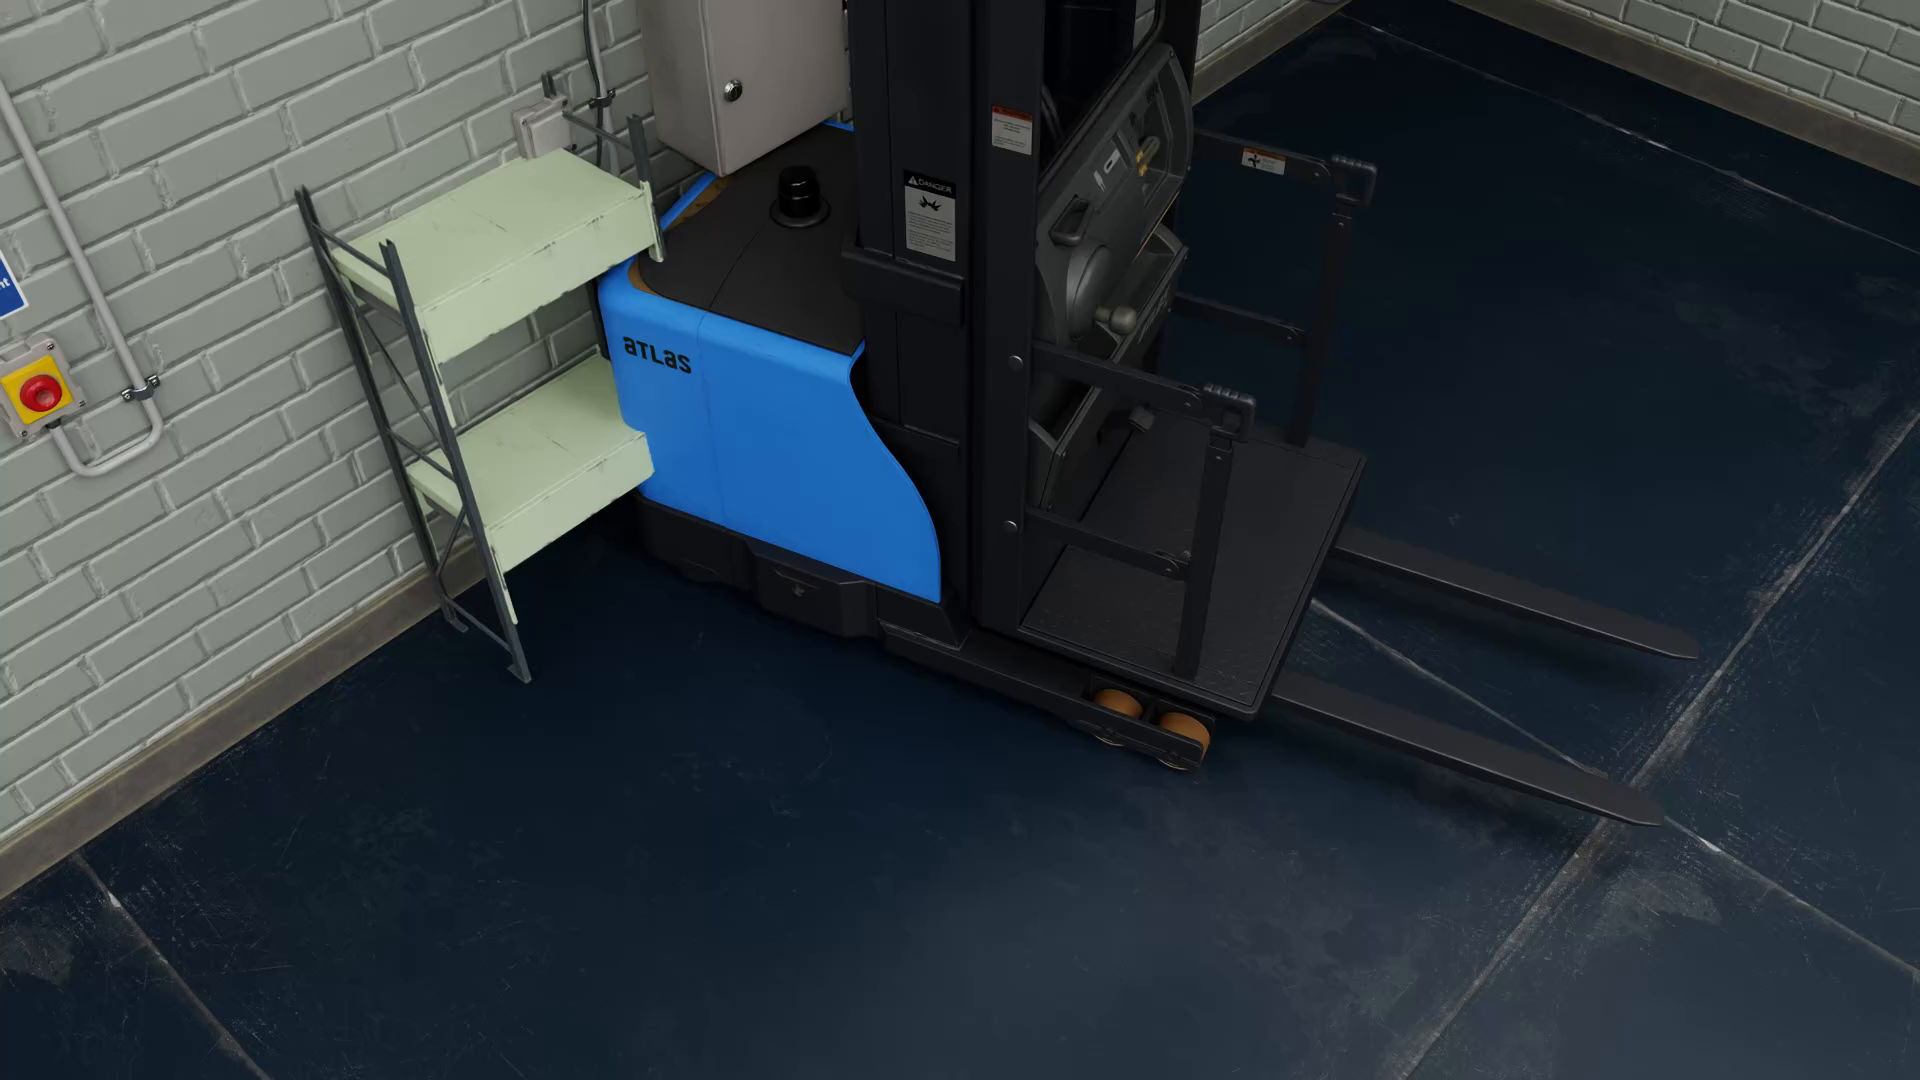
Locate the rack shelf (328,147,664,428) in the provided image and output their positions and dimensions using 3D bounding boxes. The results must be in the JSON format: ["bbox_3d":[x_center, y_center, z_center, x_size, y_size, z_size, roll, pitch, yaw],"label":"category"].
[{"bbox_3d":[-1.190,-0.693,4.331,0.431,0.370,0.720,31,53,30],"label":"rack shelf"}]

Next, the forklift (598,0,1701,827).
[{"bbox_3d":[0.569,-0.808,3.998,3.031,2.935,1.130,19,50,17],"label":"forklift"}]

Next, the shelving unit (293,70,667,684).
[{"bbox_3d":[-1.177,-0.412,4.600,0.431,1.500,0.755,31,53,30],"label":"shelving unit"}]

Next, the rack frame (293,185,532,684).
[{"bbox_3d":[-1.422,-0.218,4.409,0.400,1.500,0.023,31,53,30],"label":"rack frame"}]

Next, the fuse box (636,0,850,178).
[{"bbox_3d":[-0.536,-1.014,5.029,0.414,1.711,0.539,34,55,28],"label":"fuse box"}]

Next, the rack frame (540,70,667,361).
[{"bbox_3d":[-0.932,-0.605,4.791,0.400,1.500,0.023,31,53,30],"label":"rack frame"}]

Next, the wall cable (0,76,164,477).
[{"bbox_3d":[-2.068,-0.761,3.188,0.123,1.953,0.585,34,55,28],"label":"wall cable"}]

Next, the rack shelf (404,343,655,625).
[{"bbox_3d":[-1.167,-0.176,4.826,0.431,0.370,0.720,31,53,30],"label":"rack shelf"}]

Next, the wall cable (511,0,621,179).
[{"bbox_3d":[-1.115,-1.515,3.918,0.122,1.984,0.588,34,55,28],"label":"wall cable"}]

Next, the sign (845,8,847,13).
[{"bbox_3d":[-0.354,-1.790,4.938,0.001,0.494,0.329,34,55,28],"label":"sign"}]

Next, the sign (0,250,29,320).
[{"bbox_3d":[-2.146,-0.499,3.476,0.001,0.218,0.327,34,55,28],"label":"sign"}]
